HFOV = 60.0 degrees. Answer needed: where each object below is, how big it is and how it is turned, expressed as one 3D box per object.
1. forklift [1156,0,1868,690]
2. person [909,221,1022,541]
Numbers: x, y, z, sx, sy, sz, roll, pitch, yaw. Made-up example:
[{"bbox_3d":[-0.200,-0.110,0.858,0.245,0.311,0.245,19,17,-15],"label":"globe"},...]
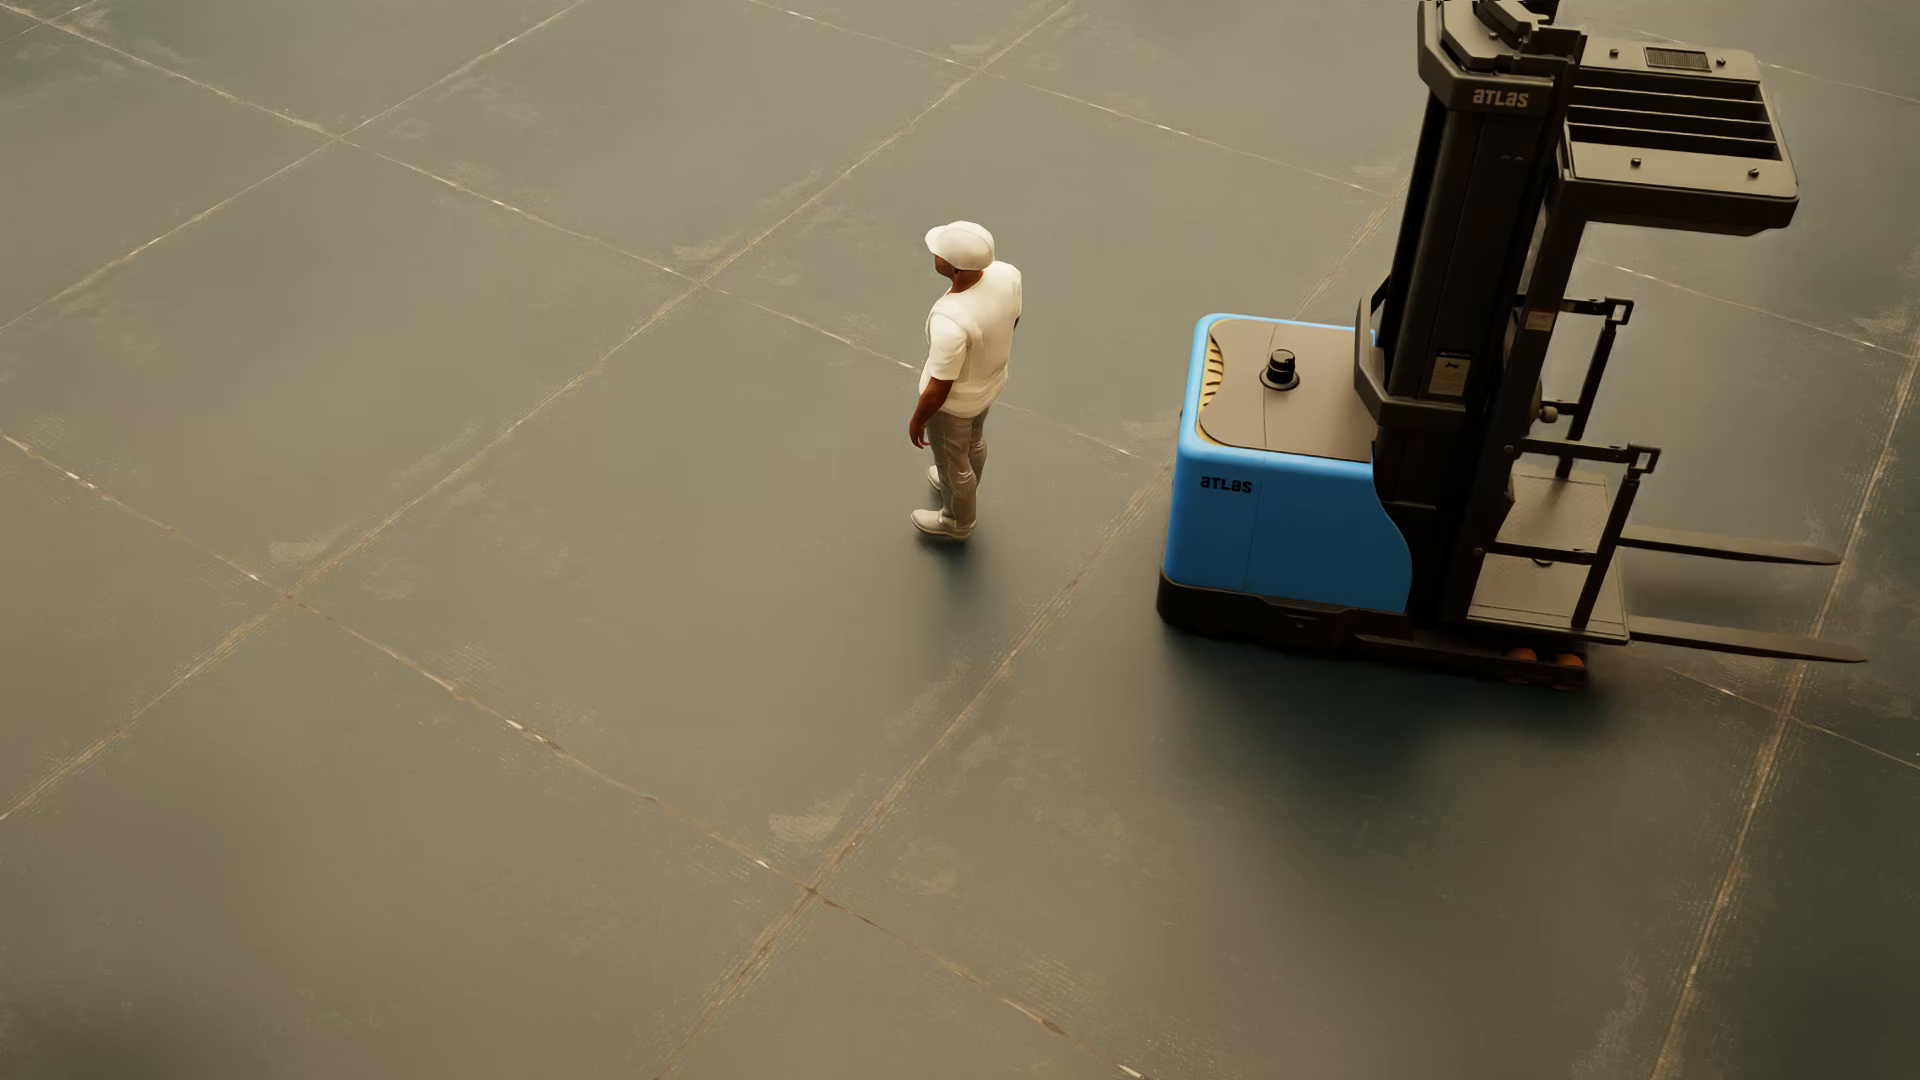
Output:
[{"bbox_3d":[2.460,-0.806,6.699,3.031,2.935,1.130,7,44,8],"label":"forklift"},{"bbox_3d":[-0.055,-0.705,7.369,0.577,1.765,0.665,24,48,23],"label":"person"}]
